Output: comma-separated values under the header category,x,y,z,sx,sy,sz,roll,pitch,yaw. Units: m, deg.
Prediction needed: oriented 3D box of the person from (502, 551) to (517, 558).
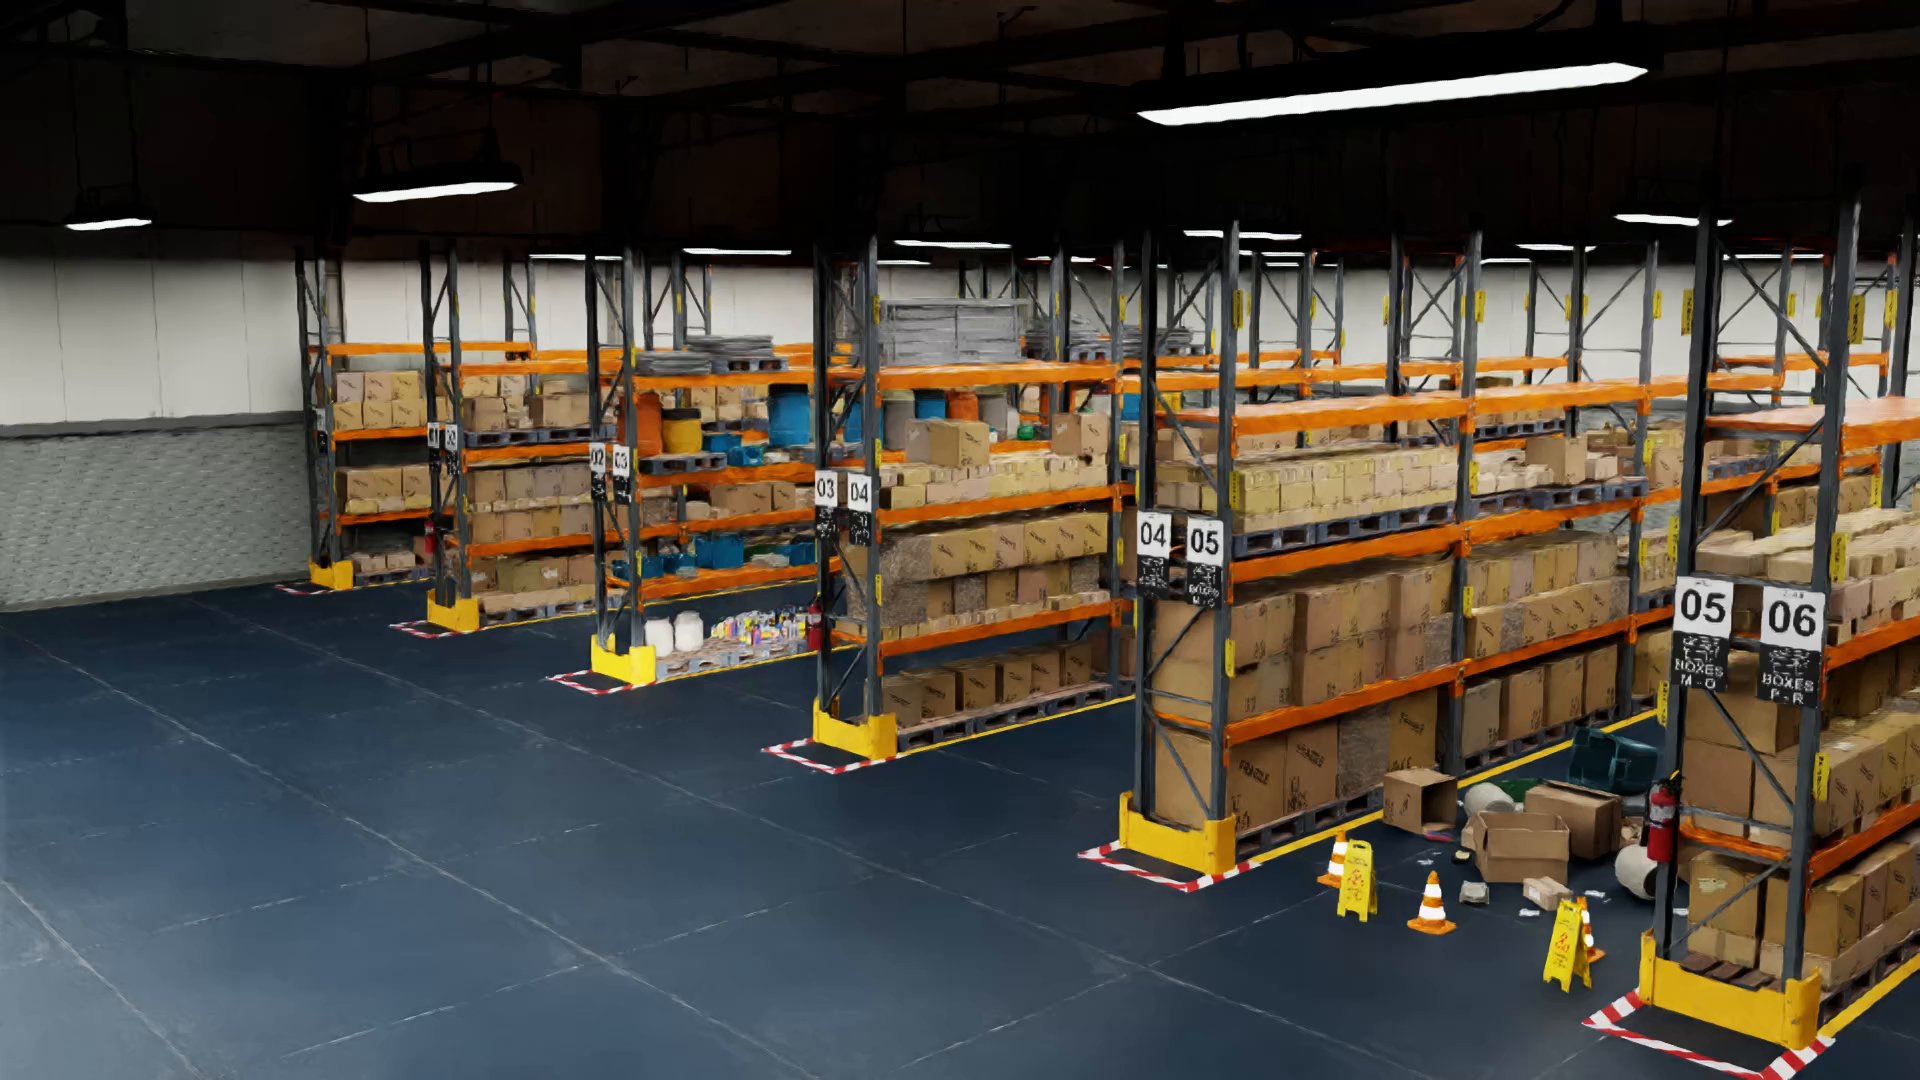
category,x,y,z,sx,sy,sz,roll,pitch,yaw
person,-7.908,0.013,29.331,0.735,1.712,0.904,5,10,30
